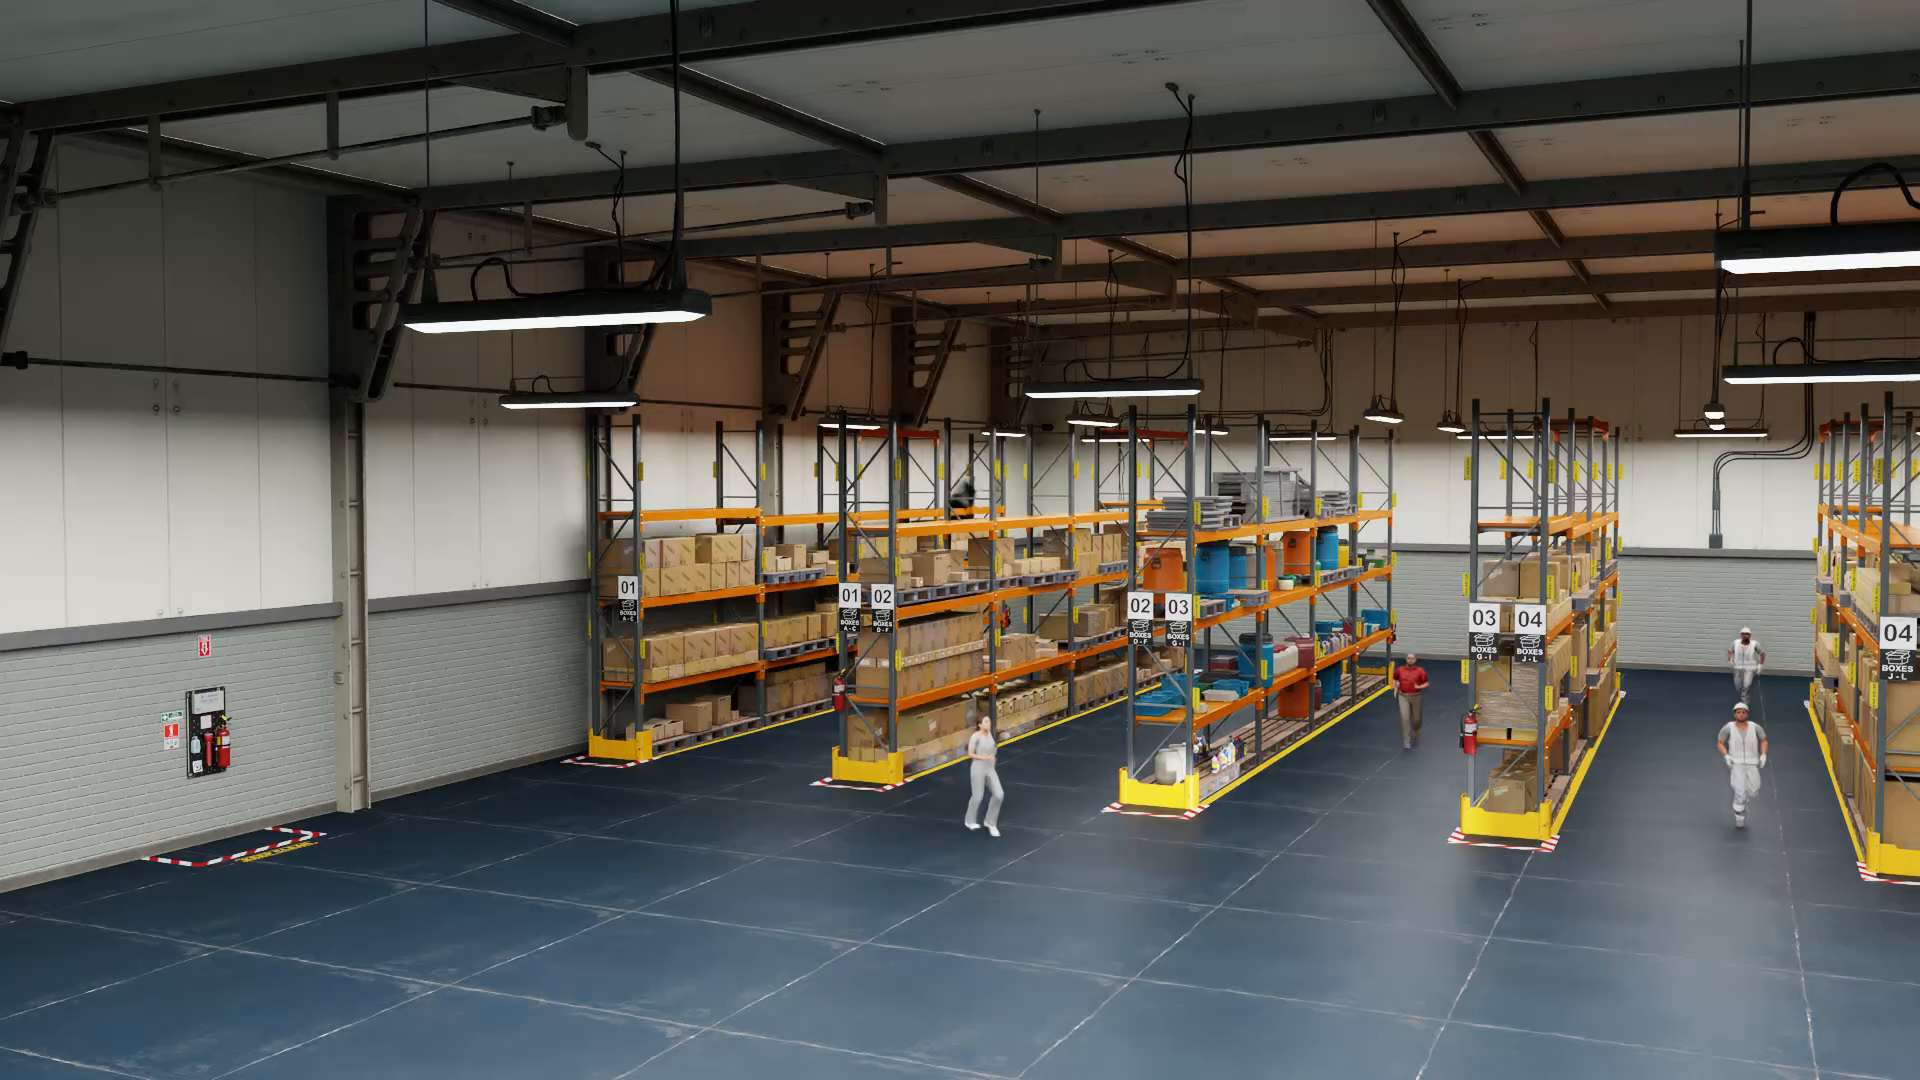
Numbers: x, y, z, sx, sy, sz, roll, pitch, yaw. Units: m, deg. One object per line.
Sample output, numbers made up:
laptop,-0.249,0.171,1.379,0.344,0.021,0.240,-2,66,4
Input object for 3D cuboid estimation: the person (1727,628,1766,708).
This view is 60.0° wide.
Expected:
person,16.419,2.709,34.768,0.722,1.764,0.736,2,3,38

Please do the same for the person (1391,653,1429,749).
person,8.178,2.903,30.216,0.676,1.696,0.886,1,2,14

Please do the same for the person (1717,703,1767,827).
person,11.033,3.168,23.439,0.661,1.745,0.548,1,2,17

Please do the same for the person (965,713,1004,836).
person,0.314,3.236,22.925,0.554,1.705,0.728,-2,3,-39
